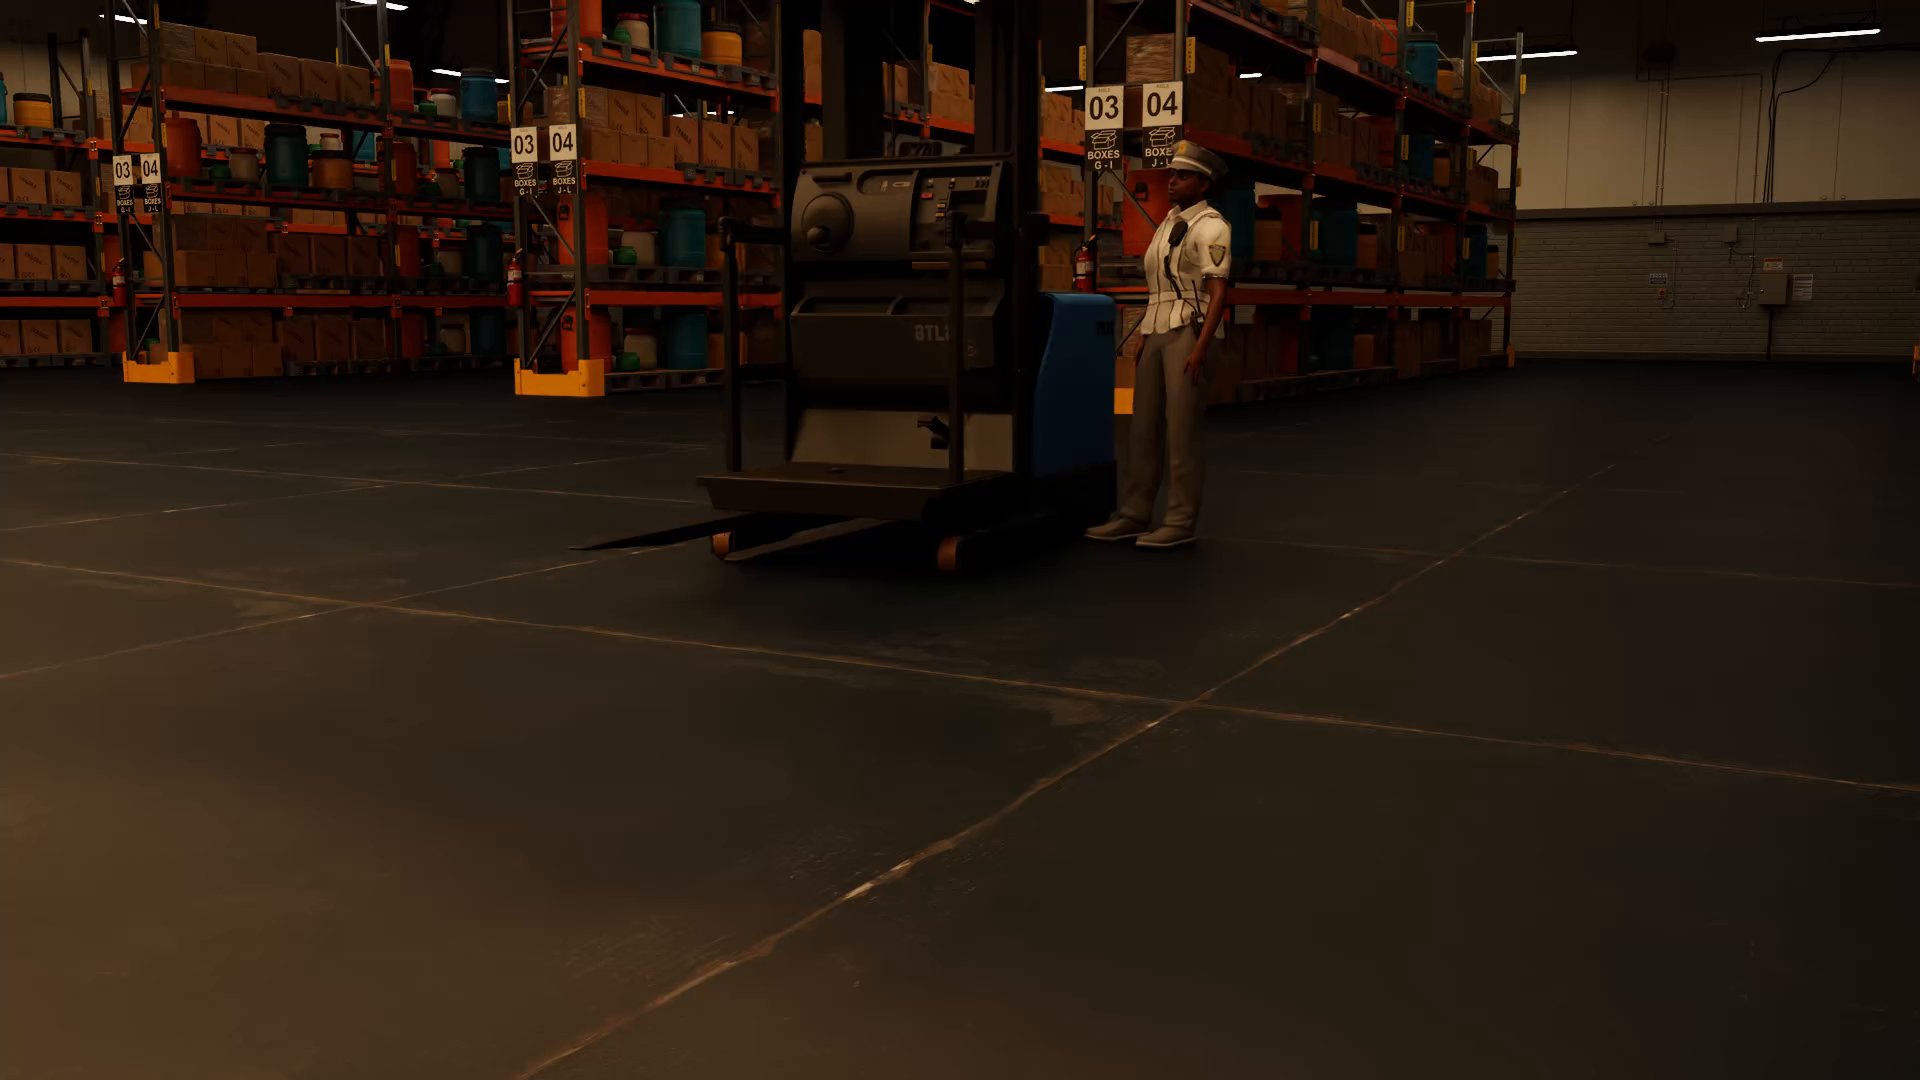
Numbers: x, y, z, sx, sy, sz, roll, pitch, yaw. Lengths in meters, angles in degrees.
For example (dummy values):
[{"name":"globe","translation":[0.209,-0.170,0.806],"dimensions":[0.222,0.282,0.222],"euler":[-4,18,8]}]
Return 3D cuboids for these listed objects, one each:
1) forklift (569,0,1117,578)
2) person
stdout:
[{"name":"forklift","translation":[-0.349,-1.374,6.550],"dimensions":[1.130,2.935,3.031],"euler":[4,9,25]},{"name":"person","translation":[0.866,-0.819,7.031],"dimensions":[0.508,1.697,0.566],"euler":[-3,9,-23]}]
